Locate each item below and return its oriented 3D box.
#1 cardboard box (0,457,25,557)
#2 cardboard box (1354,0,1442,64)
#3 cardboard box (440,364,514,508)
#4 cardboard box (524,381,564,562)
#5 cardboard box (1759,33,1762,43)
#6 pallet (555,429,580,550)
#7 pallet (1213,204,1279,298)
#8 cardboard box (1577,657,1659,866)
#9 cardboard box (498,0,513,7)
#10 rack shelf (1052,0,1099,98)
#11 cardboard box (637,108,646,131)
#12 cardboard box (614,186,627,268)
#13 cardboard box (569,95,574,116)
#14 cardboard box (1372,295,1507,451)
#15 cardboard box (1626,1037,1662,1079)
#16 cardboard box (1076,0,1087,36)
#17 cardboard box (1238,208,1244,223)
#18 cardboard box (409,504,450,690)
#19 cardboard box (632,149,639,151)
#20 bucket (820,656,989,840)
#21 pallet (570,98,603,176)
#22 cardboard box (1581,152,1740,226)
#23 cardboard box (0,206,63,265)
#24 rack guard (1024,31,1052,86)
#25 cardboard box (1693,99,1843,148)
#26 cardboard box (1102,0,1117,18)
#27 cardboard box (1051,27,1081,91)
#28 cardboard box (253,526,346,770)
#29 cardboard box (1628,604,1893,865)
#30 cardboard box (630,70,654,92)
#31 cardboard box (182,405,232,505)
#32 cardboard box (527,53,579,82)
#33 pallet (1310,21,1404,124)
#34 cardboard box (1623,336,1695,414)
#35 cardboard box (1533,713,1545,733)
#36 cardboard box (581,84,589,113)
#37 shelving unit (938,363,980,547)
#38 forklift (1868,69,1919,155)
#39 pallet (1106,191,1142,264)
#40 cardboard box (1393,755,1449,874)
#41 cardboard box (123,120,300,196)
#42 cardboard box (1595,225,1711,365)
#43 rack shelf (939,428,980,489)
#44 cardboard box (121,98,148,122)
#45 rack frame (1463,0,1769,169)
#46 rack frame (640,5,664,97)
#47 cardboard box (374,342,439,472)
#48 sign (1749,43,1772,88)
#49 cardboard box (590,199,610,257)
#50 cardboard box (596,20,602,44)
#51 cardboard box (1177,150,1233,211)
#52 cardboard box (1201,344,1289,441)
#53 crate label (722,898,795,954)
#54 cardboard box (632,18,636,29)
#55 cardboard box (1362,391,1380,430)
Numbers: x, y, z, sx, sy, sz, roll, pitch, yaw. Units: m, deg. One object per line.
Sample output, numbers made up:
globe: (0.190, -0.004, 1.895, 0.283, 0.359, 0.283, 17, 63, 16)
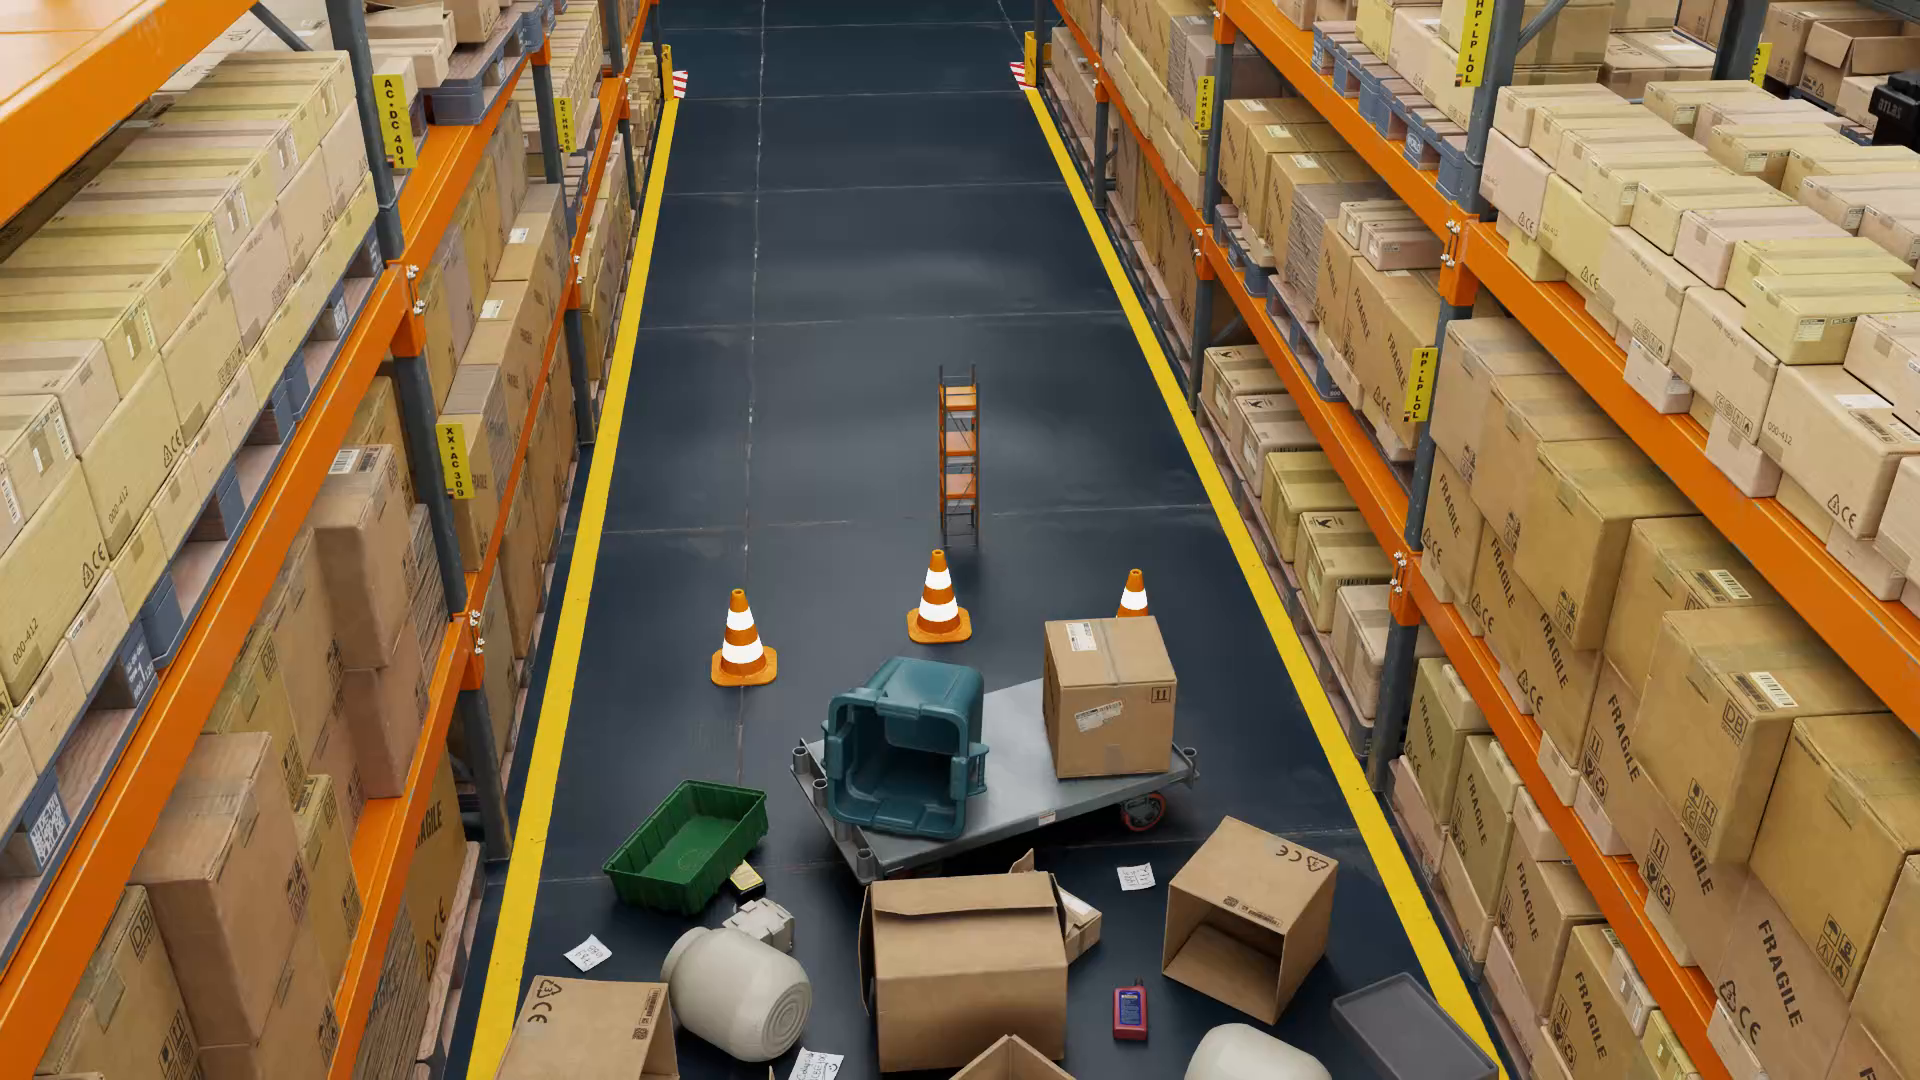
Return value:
cardboard box: (-1.886, -0.017, 2.889, 0.380, 0.149, 0.250, -3, 31, -5)
cardboard box: (2.132, -2.372, 7.608, 0.500, 0.250, 0.500, -2, 31, -4)
cardboard box: (-2.328, -0.452, 7.484, 0.500, 0.500, 0.500, -3, 31, -4)
cardboard box: (-2.820, -0.365, 9.220, 1.050, 0.750, 0.750, -2, 31, -4)
cardboard box: (6.362, -3.878, 13.038, 0.396, 0.266, 0.258, -1, 31, -2)
pallet: (-2.874, -0.309, 10.061, 1.003, 0.211, 1.213, -3, 31, -5)
pallet: (2.219, -1.760, 9.958, 1.213, 0.211, 1.003, -3, 31, -5)
cardboard box: (2.355, 0.678, 5.302, 0.500, 0.500, 0.500, -2, 31, -4)
cardboard box: (-2.476, -2.865, 8.277, 0.500, 0.311, 0.500, -3, 31, -5)
rack shelf: (1.486, -4.955, 15.822, 1.077, 0.370, 4.000, -3, 31, -5)
cardboard box: (-3.118, -3.898, 15.431, 0.380, 0.149, 0.250, -3, 31, -5)
cardboard box: (-2.879, -2.434, 12.927, 0.500, 0.500, 0.500, -3, 31, -6)
cardboard box: (-2.820, -2.899, 11.224, 0.380, 0.149, 0.250, -3, 31, -5)
cardboard box: (2.148, -0.734, 7.257, 0.500, 0.500, 0.500, -3, 31, -6)
cardboard box: (2.407, 1.899, 5.186, 0.500, 0.500, 0.500, -2, 31, -3)
cardboard box: (1.321, -4.773, 14.718, 0.500, 0.500, 0.500, -3, 31, -6)
cardboard box: (1.885, -1.952, 9.929, 0.380, 0.149, 0.250, -5, 31, -8)
cardboard box: (-2.452, 0.254, 6.254, 0.875, 0.550, 0.550, -3, 31, -5)
cardboard box: (-3.060, -3.372, 14.841, 0.380, 0.149, 0.250, -3, 31, -5)
bucket: (-0.191, 0.842, 7.125, 0.726, 0.611, 0.620, 8, 22, 13)
pallet: (-3.098, -2.838, 11.764, 1.003, 0.211, 1.213, -3, 31, -5)
cardboard box: (2.192, -1.102, 5.213, 0.380, 0.149, 0.250, -3, 31, -5)
cardboard box: (-2.636, -0.666, 4.364, 0.500, 0.250, 0.500, -3, 31, -5)
rack guard: (1.297, -5.224, 18.009, 1.175, 0.500, 0.348, -3, 31, -5)
cardboard box: (2.768, -1.400, 5.711, 0.380, 0.149, 0.250, -3, 31, -6)
cardboard box: (1.428, -4.477, 13.247, 0.500, 0.500, 0.500, -2, 31, -4)
cardboard box: (1.460, -5.033, 17.341, 0.875, 0.438, 0.875, -4, 31, -6)
cardboard box: (-2.418, 0.350, 5.040, 0.875, 0.550, 0.550, -3, 31, -5)
cardboard box: (2.339, 0.519, 4.593, 0.700, 0.500, 0.500, -3, 31, -5)
cardboard box: (-3.160, -4.423, 16.020, 0.380, 0.149, 0.250, -2, 31, -3)
cardboard box: (-1.980, -0.195, 3.965, 0.380, 0.149, 0.250, -2, 31, -4)
cardboard box: (-2.867, -3.284, 11.577, 0.380, 0.149, 0.250, -3, 31, -5)
pallet: (2.368, -2.215, 7.792, 1.213, 0.211, 1.003, -3, 31, -5)
cardboard box: (2.238, -0.505, 4.990, 0.380, 0.149, 0.250, -3, 31, -6)
cardboard box: (2.305, 0.649, 5.984, 0.380, 0.149, 0.250, -3, 31, -5)
cardboard box: (-2.887, -3.168, 11.965, 0.380, 0.149, 0.250, -1, 31, -2)
shelving unit: (-0.005, -0.478, 9.527, 0.215, 1.050, 0.252, -3, 31, -5)
forklift: (4.904, -0.687, 8.042, 1.130, 2.935, 3.031, -3, 31, -5)
pallet: (1.820, -2.655, 13.990, 1.003, 0.211, 1.213, -3, 31, -5)
cardboard box: (2.206, 1.156, 7.162, 0.500, 0.250, 0.500, -4, 31, -7)
cardboard box: (-2.078, -1.059, 4.633, 0.380, 0.149, 0.250, -2, 31, -4)
cardboard box: (2.280, -0.753, 5.016, 0.500, 0.250, 0.500, -2, 31, -4)
rack shelf: (-0.005, -0.469, 9.532, 0.215, 0.259, 0.240, -3, 31, -5)
cardboard box: (-2.803, -1.413, 5.226, 0.380, 0.149, 0.250, -2, 31, -4)
rack frame: (2.420, -2.734, 5.552, 1.000, 3.000, 0.127, -3, 31, -5)
rack frame: (-3.620, -5.996, 16.864, 1.000, 3.000, 0.127, -3, 31, -5)
cardboard box: (-2.551, -0.595, 6.749, 0.700, 0.500, 0.500, -3, 31, -5)
sign: (2.960, -1.698, 6.239, 0.100, 0.325, 0.005, -3, 31, -5)
cardboard box: (-2.777, -2.217, 11.833, 0.500, 0.250, 0.500, -3, 31, -4)
cardboard box: (-3.013, -3.961, 13.001, 0.380, 0.149, 0.250, -2, 31, -3)
cardboard box: (1.741, -2.382, 10.959, 0.500, 0.250, 0.500, -4, 31, -6)
cardboard box: (2.089, -0.964, 10.592, 0.950, 0.372, 0.625, -5, 31, -8)
crate label: (-0.841, 1.624, 6.898, 0.250, 0.136, 0.298, 27, 40, 37)
cardboard box: (-3.118, -4.677, 14.899, 0.380, 0.149, 0.250, -1, 31, -2)
cardboard box: (2.090, -0.616, 7.692, 0.380, 0.149, 0.250, -4, 31, -6)
